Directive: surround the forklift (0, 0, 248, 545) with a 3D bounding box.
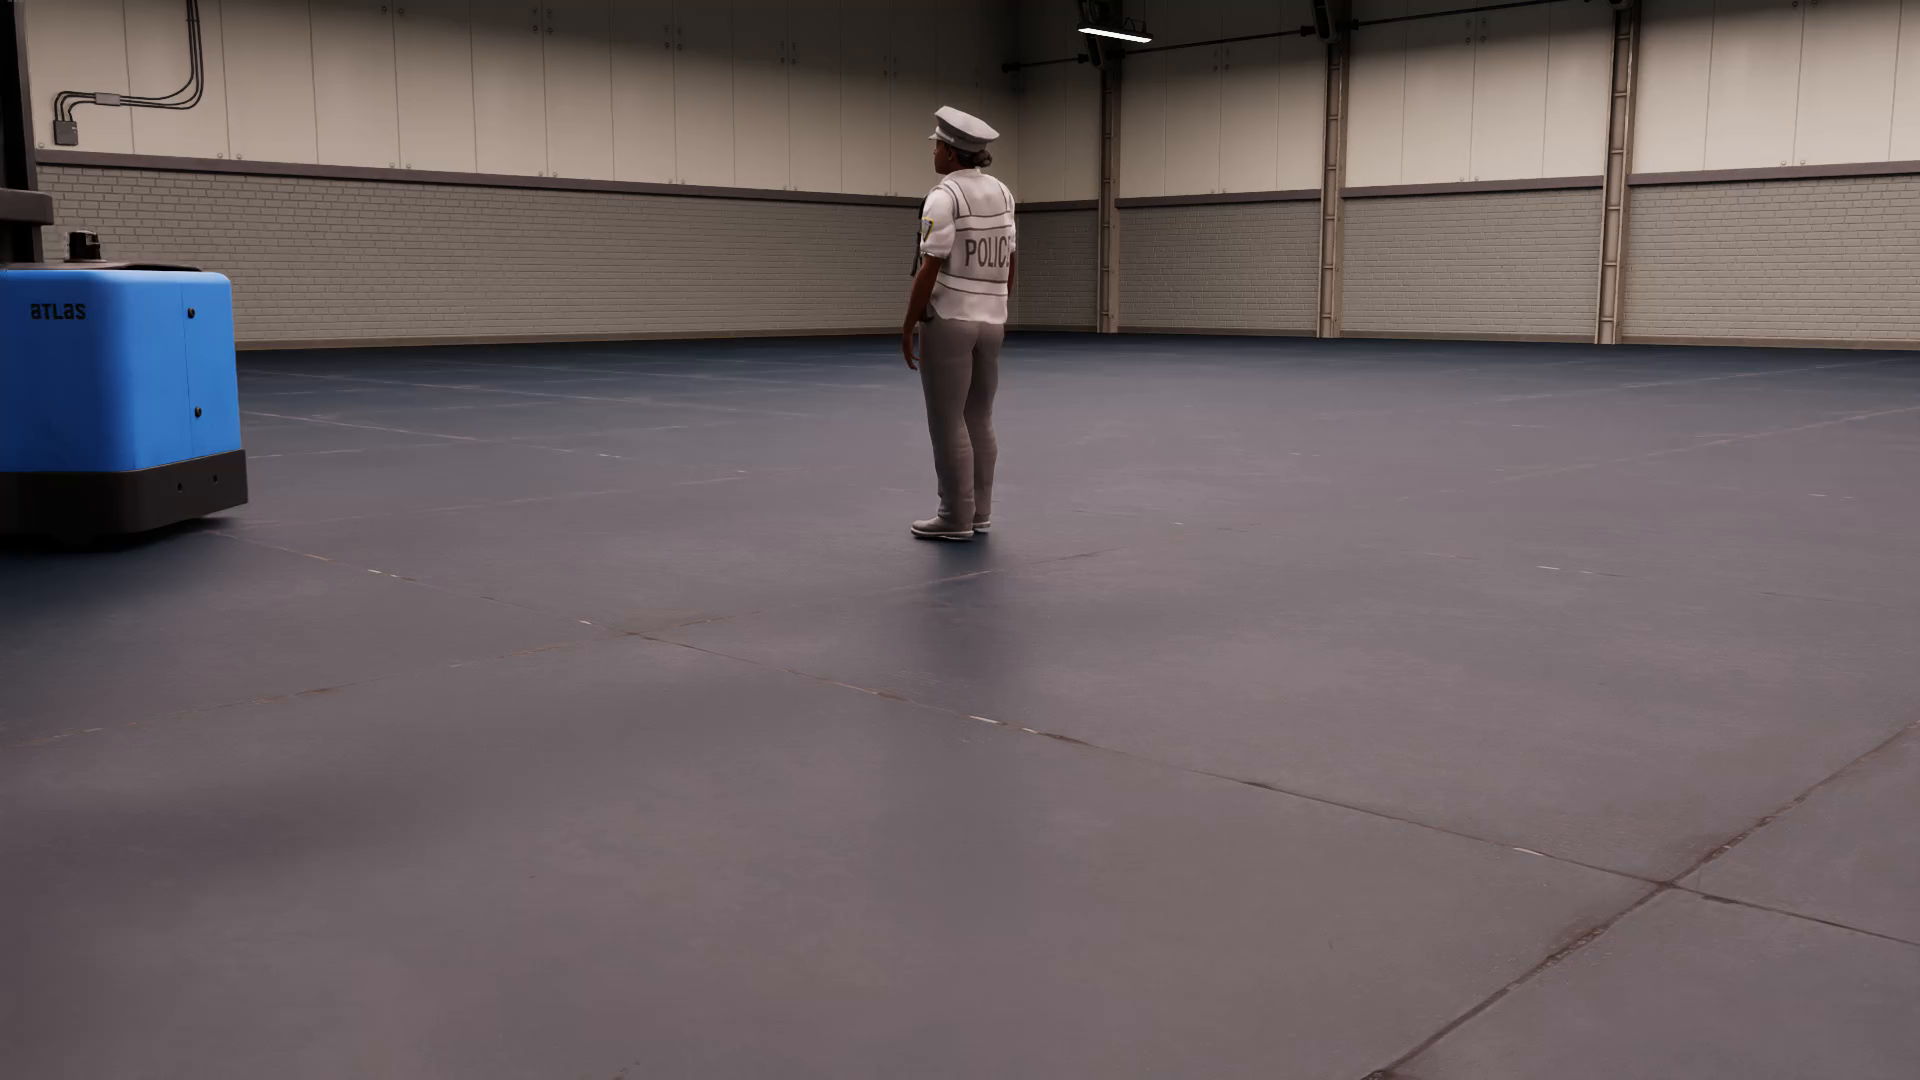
[{"bbox_3d":[-4.661,-1.484,6.728,3.031,2.935,1.130,0,9,2],"label":"forklift"}]

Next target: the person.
[{"bbox_3d":[-0.041,-0.855,6.656,0.528,1.697,0.570,8,12,43],"label":"person"}]
